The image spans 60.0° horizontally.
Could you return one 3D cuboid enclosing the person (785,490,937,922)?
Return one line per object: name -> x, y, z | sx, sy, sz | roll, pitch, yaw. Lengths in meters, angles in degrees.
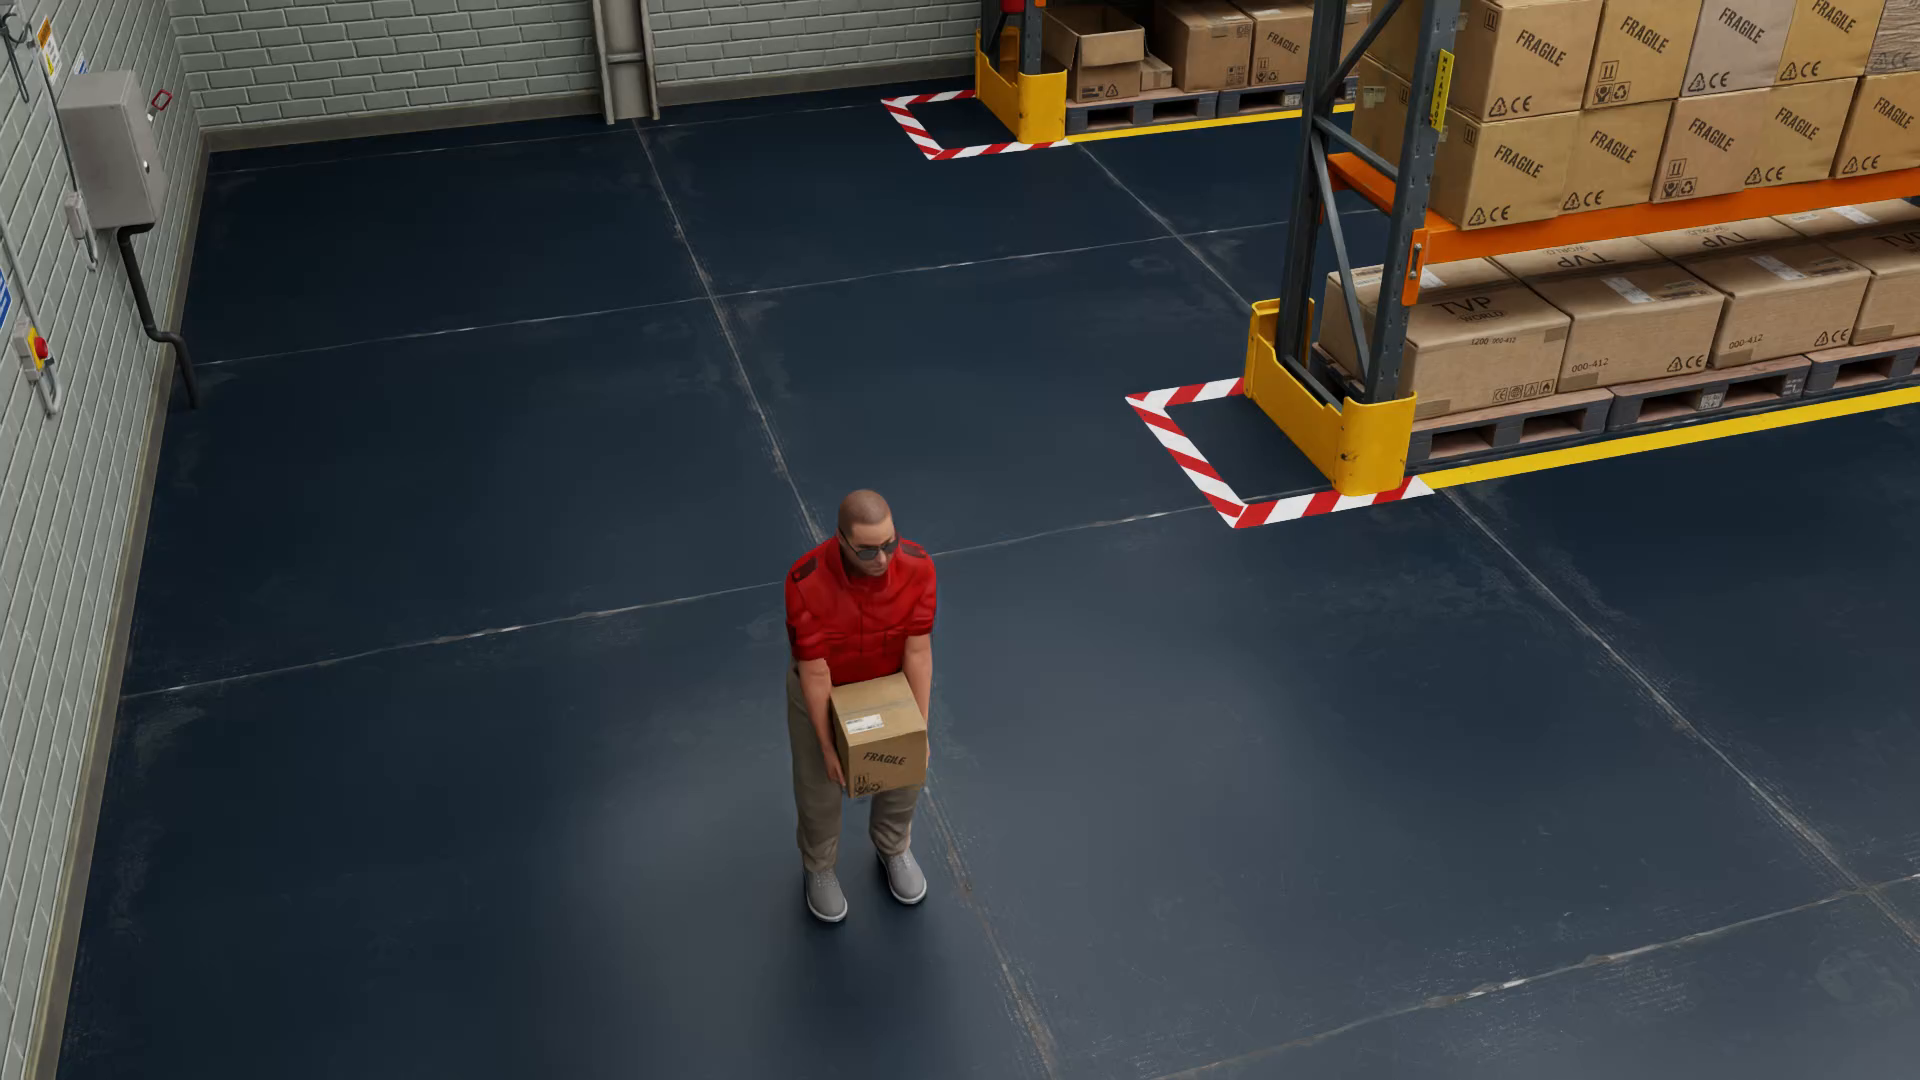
person -> -0.307, 0.542, 5.378 | 0.483, 1.700, 0.582 | -11, 35, -15
